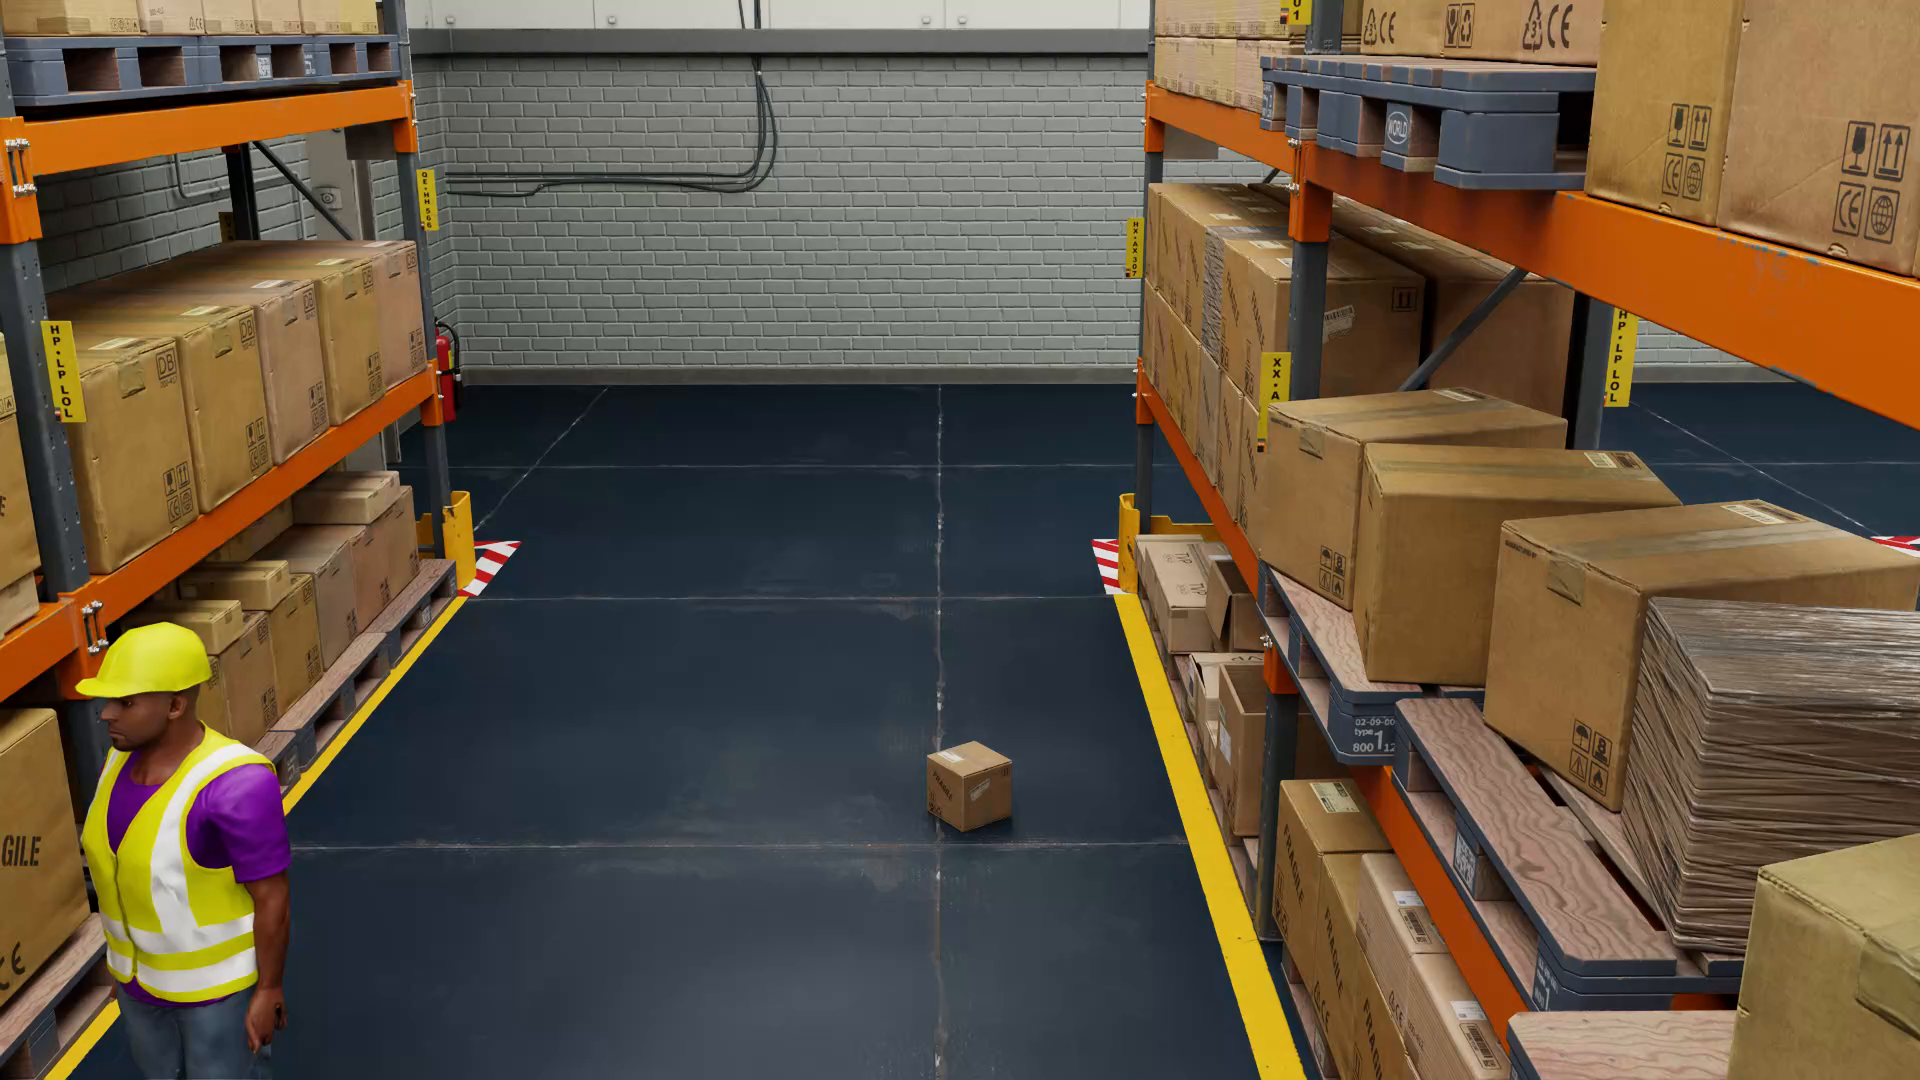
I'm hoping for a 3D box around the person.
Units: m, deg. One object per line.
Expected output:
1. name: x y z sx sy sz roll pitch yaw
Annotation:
1. person: -1.878 1.054 4.049 0.564 1.772 0.374 9 19 27
